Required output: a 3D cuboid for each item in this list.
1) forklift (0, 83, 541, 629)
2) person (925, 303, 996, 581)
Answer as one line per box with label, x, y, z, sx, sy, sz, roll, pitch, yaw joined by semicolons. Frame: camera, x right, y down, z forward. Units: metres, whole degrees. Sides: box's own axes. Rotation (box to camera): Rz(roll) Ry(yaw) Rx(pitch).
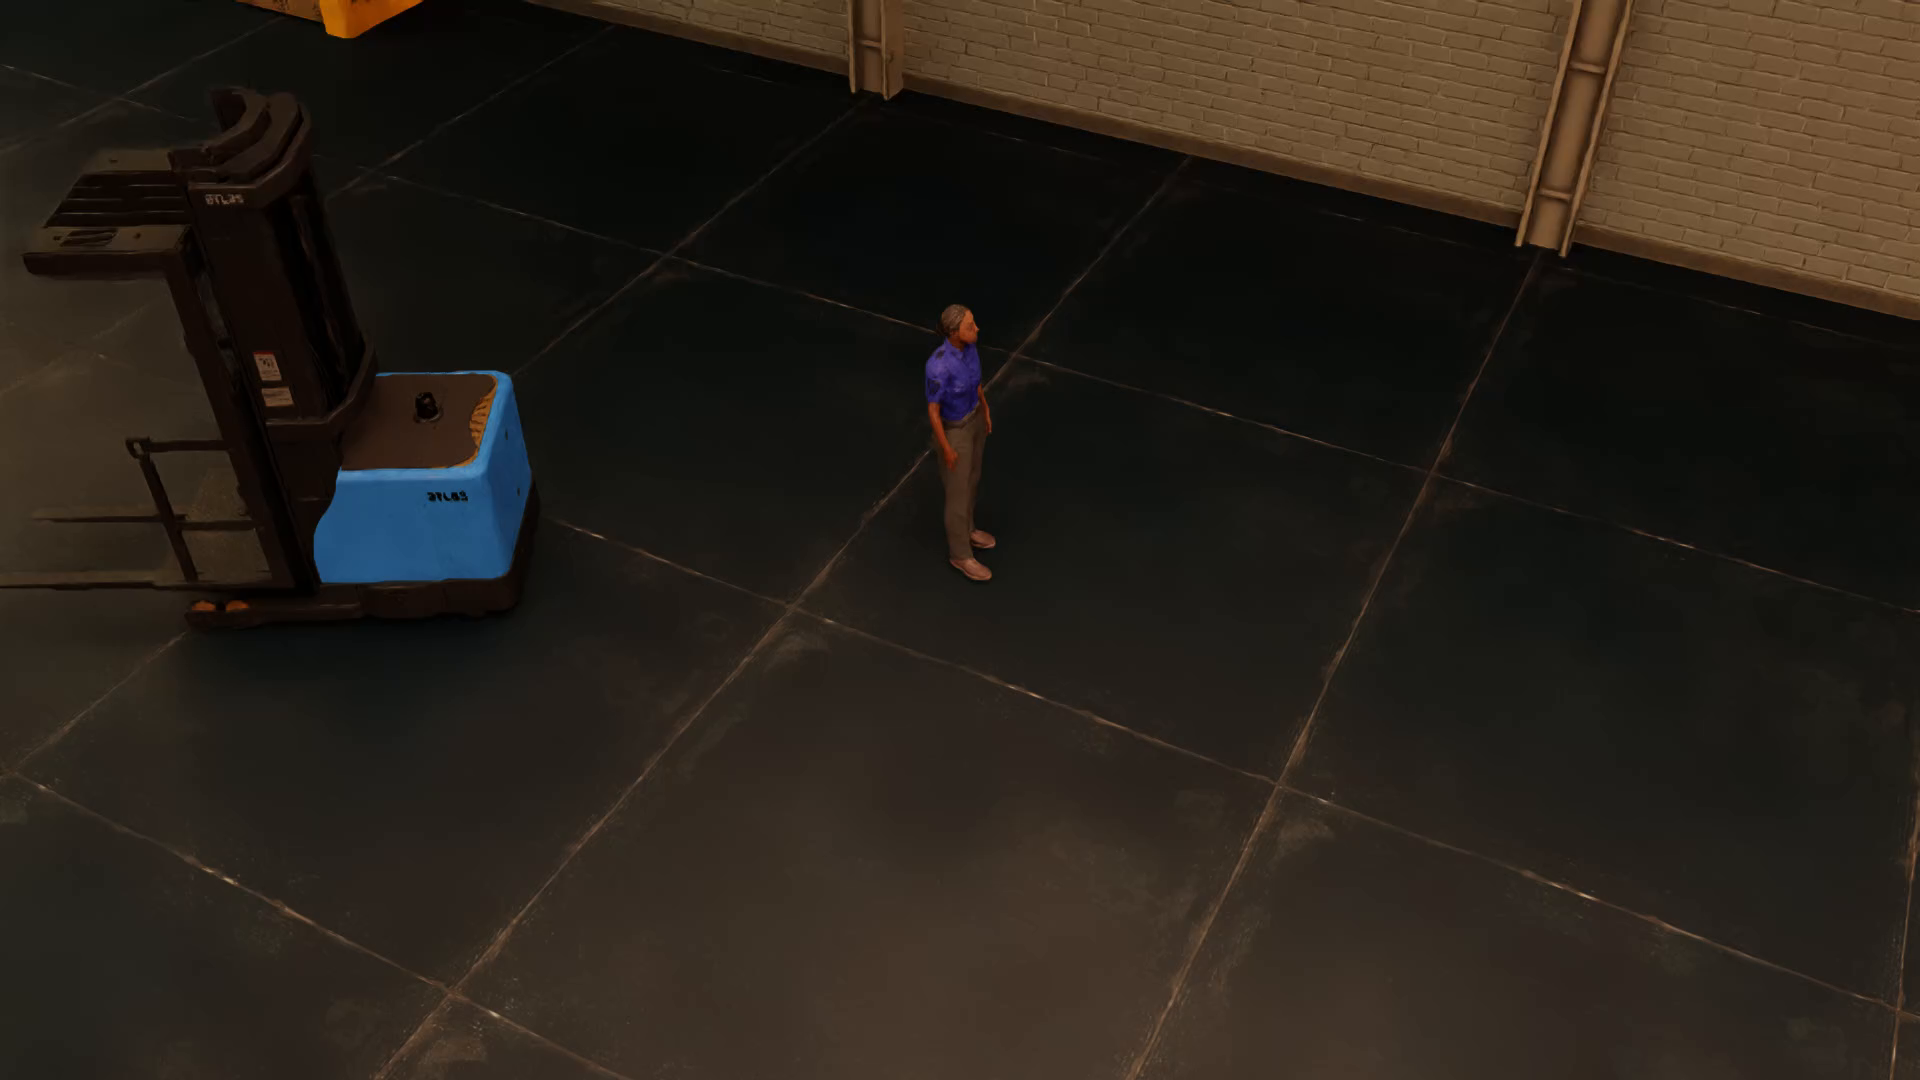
forklift;-4.115;-0.952;9.117;3.031;2.935;1.130;-2;40;-2
person;0.069;-0.601;9.680;0.503;1.654;0.570;18;43;21
